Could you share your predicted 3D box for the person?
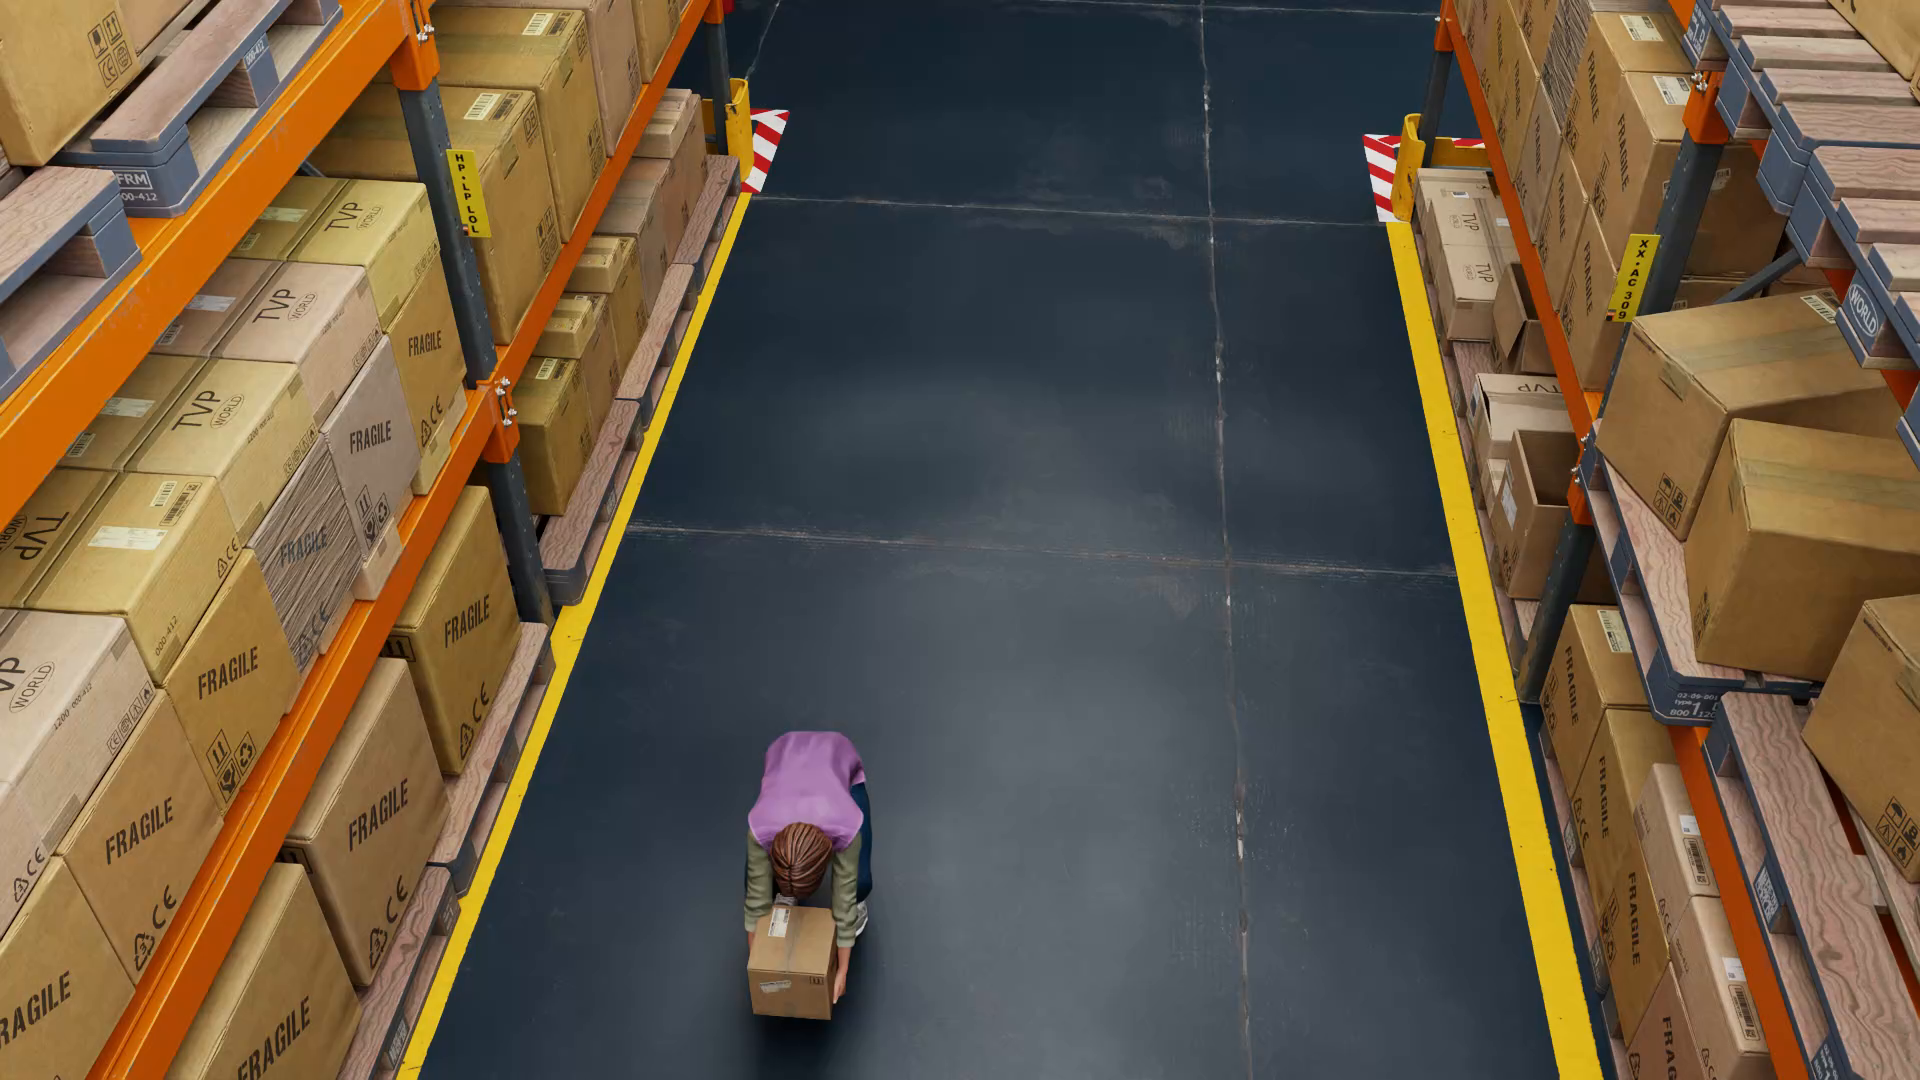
[{"bbox_3d":[-0.499,1.038,5.492,0.426,0.902,0.838,2,41,2],"label":"person"}]
